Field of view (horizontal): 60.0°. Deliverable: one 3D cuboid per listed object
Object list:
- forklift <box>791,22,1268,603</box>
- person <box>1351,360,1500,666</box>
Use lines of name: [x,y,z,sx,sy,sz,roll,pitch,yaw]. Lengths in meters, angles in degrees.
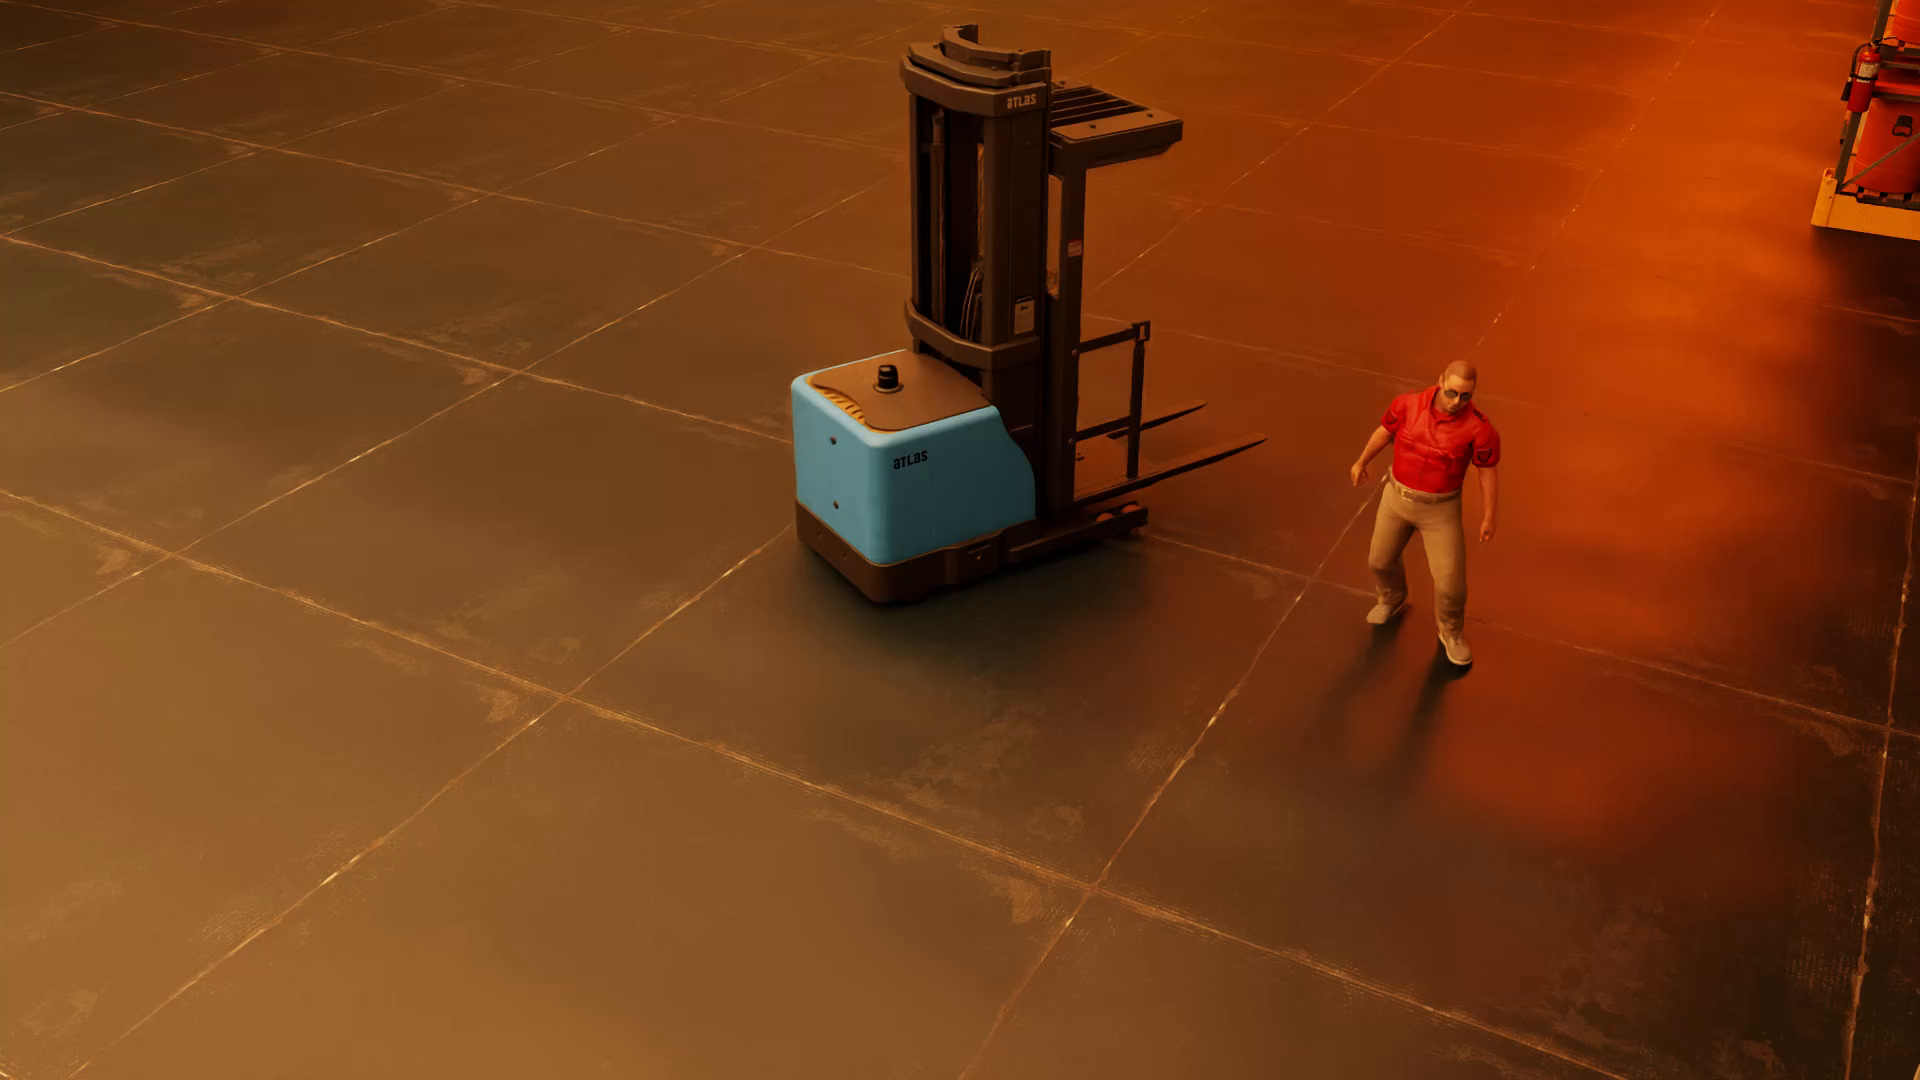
forklift: [0.536,-1.467,9.612,3.031,2.935,1.130,-18,35,-28]
person: [2.440,-0.208,8.751,0.874,1.716,0.476,22,37,33]
